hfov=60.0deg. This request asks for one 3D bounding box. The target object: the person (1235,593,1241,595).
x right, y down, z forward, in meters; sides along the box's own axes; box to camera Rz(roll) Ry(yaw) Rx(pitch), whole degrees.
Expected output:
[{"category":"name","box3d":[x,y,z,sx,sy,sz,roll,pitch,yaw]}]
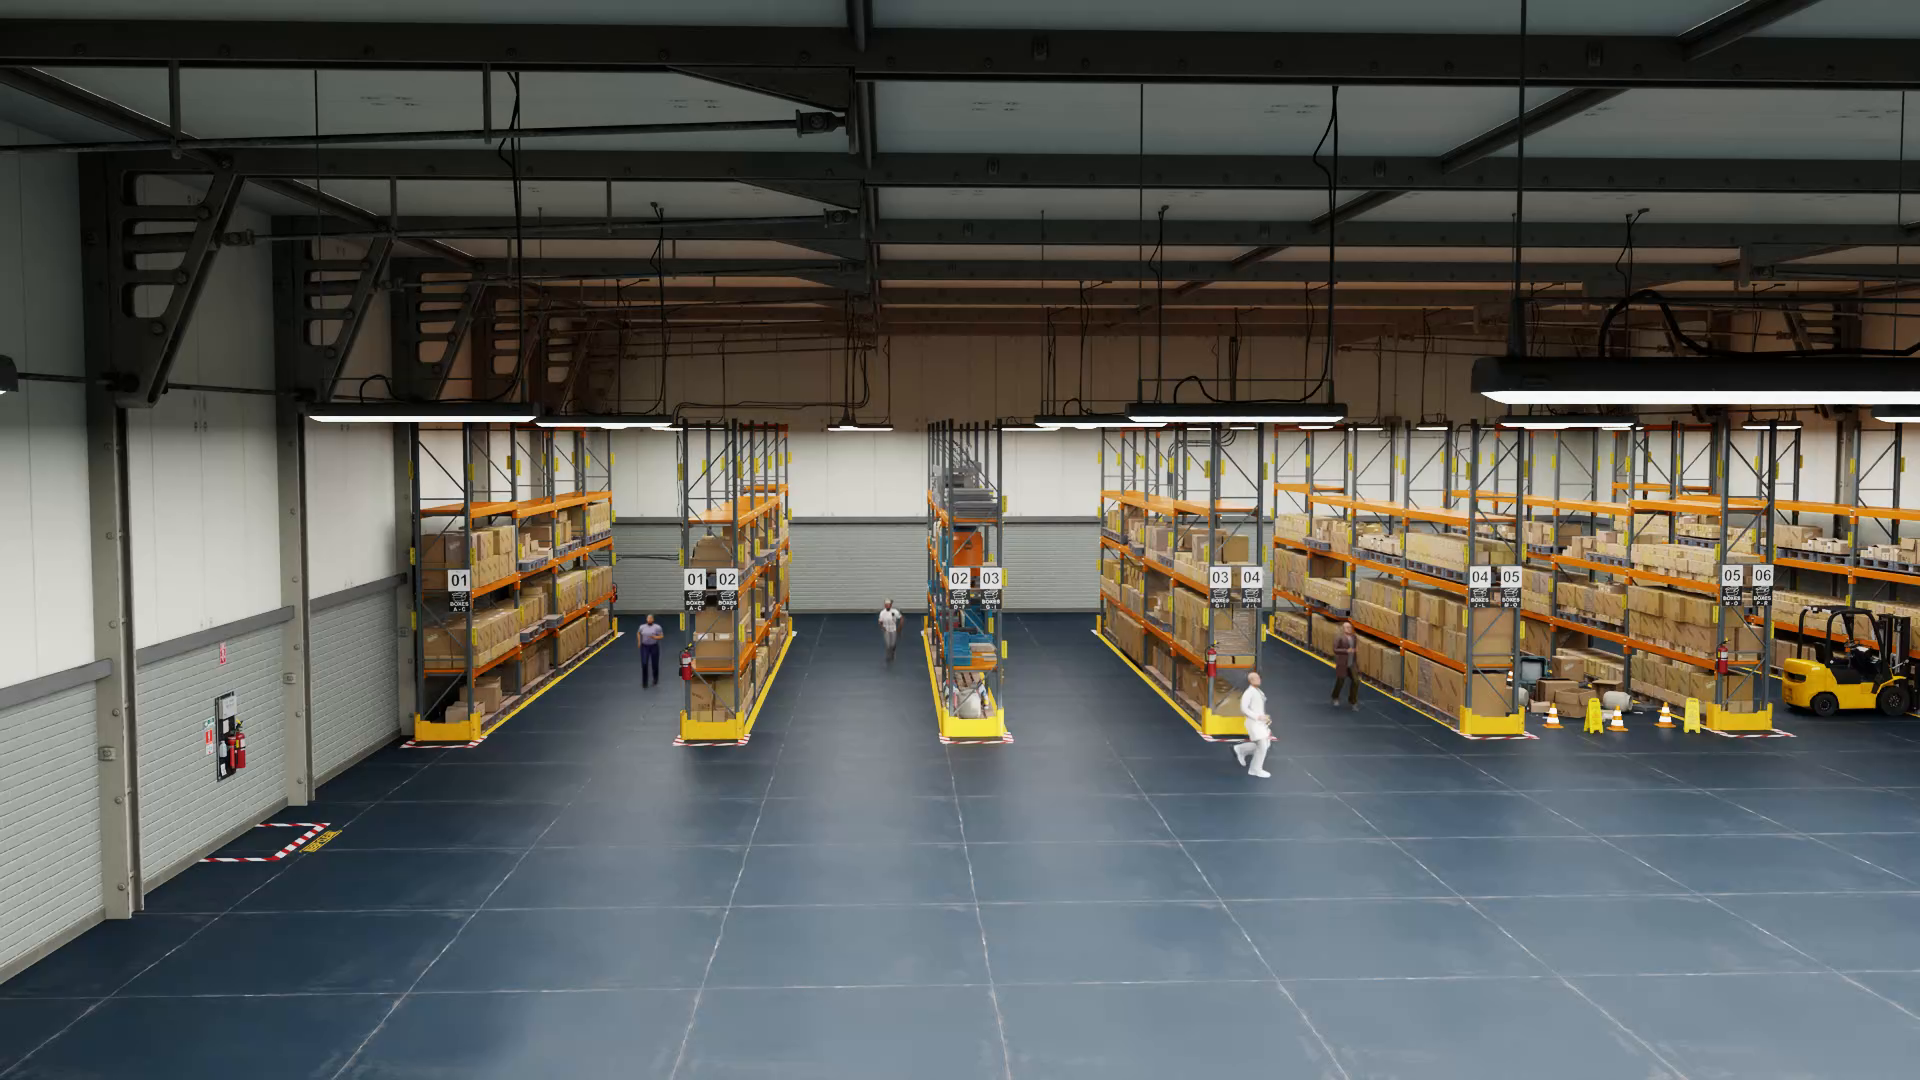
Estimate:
[{"category":"person","box3d":[7.835,1.755,48.484,0.838,1.725,0.783,-2,4,-27]}]

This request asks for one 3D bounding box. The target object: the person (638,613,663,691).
[{"category":"person","box3d":[-6.974,2.495,37.446,0.589,1.688,0.830,0,4,-7]}]

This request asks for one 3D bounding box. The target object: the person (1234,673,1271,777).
[{"category":"person","box3d":[4.881,3.082,27.838,0.652,1.739,0.712,2,4,26]}]

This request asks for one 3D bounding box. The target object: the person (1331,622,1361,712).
[{"category":"person","box3d":[7.987,2.628,34.473,0.692,1.863,0.881,-1,4,-17]}]

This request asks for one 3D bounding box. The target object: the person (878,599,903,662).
[{"category":"person","box3d":[-1.703,2.211,40.660,0.597,1.572,0.680,0,4,3]}]
